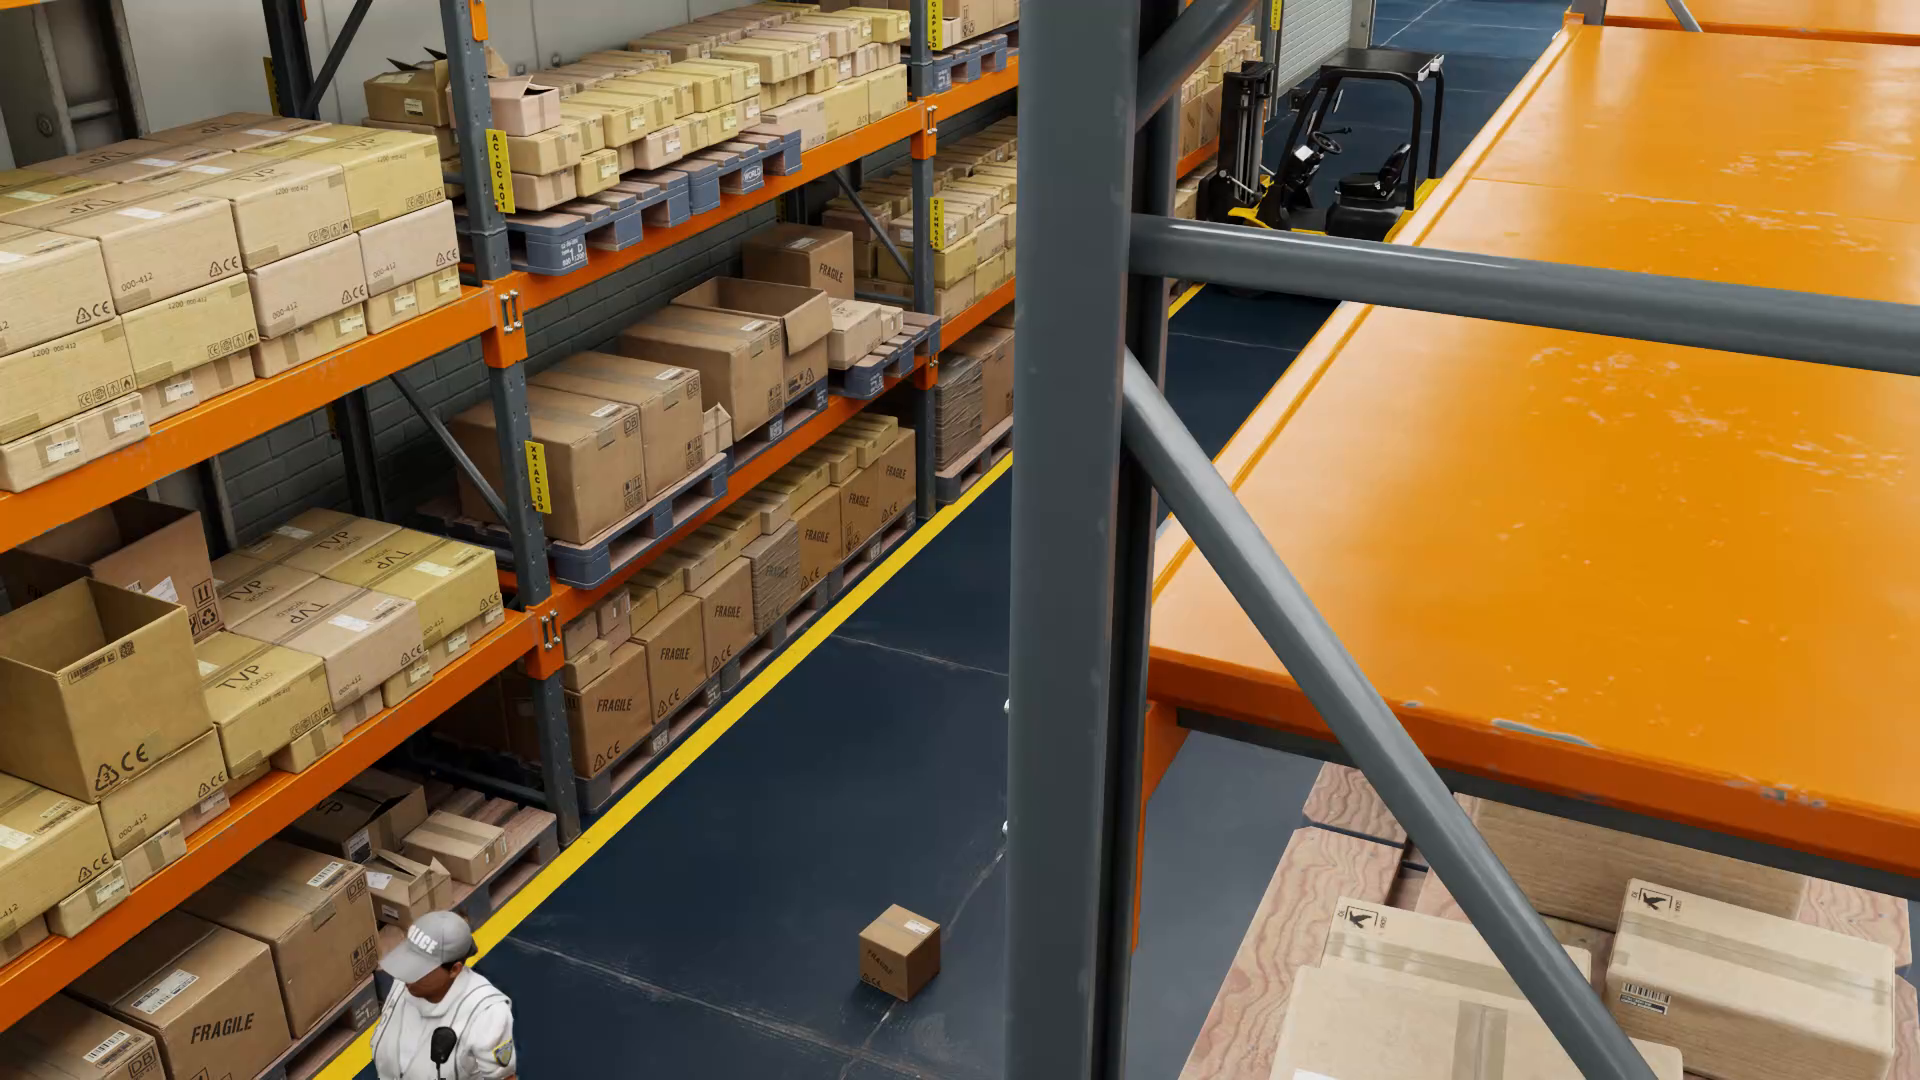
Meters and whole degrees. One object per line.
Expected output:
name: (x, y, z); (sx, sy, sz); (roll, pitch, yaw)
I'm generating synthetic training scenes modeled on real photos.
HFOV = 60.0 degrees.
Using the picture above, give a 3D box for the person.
person: (-1.584, 1.856, 5.316); (0.488, 1.647, 0.608); (14, 30, 26)
